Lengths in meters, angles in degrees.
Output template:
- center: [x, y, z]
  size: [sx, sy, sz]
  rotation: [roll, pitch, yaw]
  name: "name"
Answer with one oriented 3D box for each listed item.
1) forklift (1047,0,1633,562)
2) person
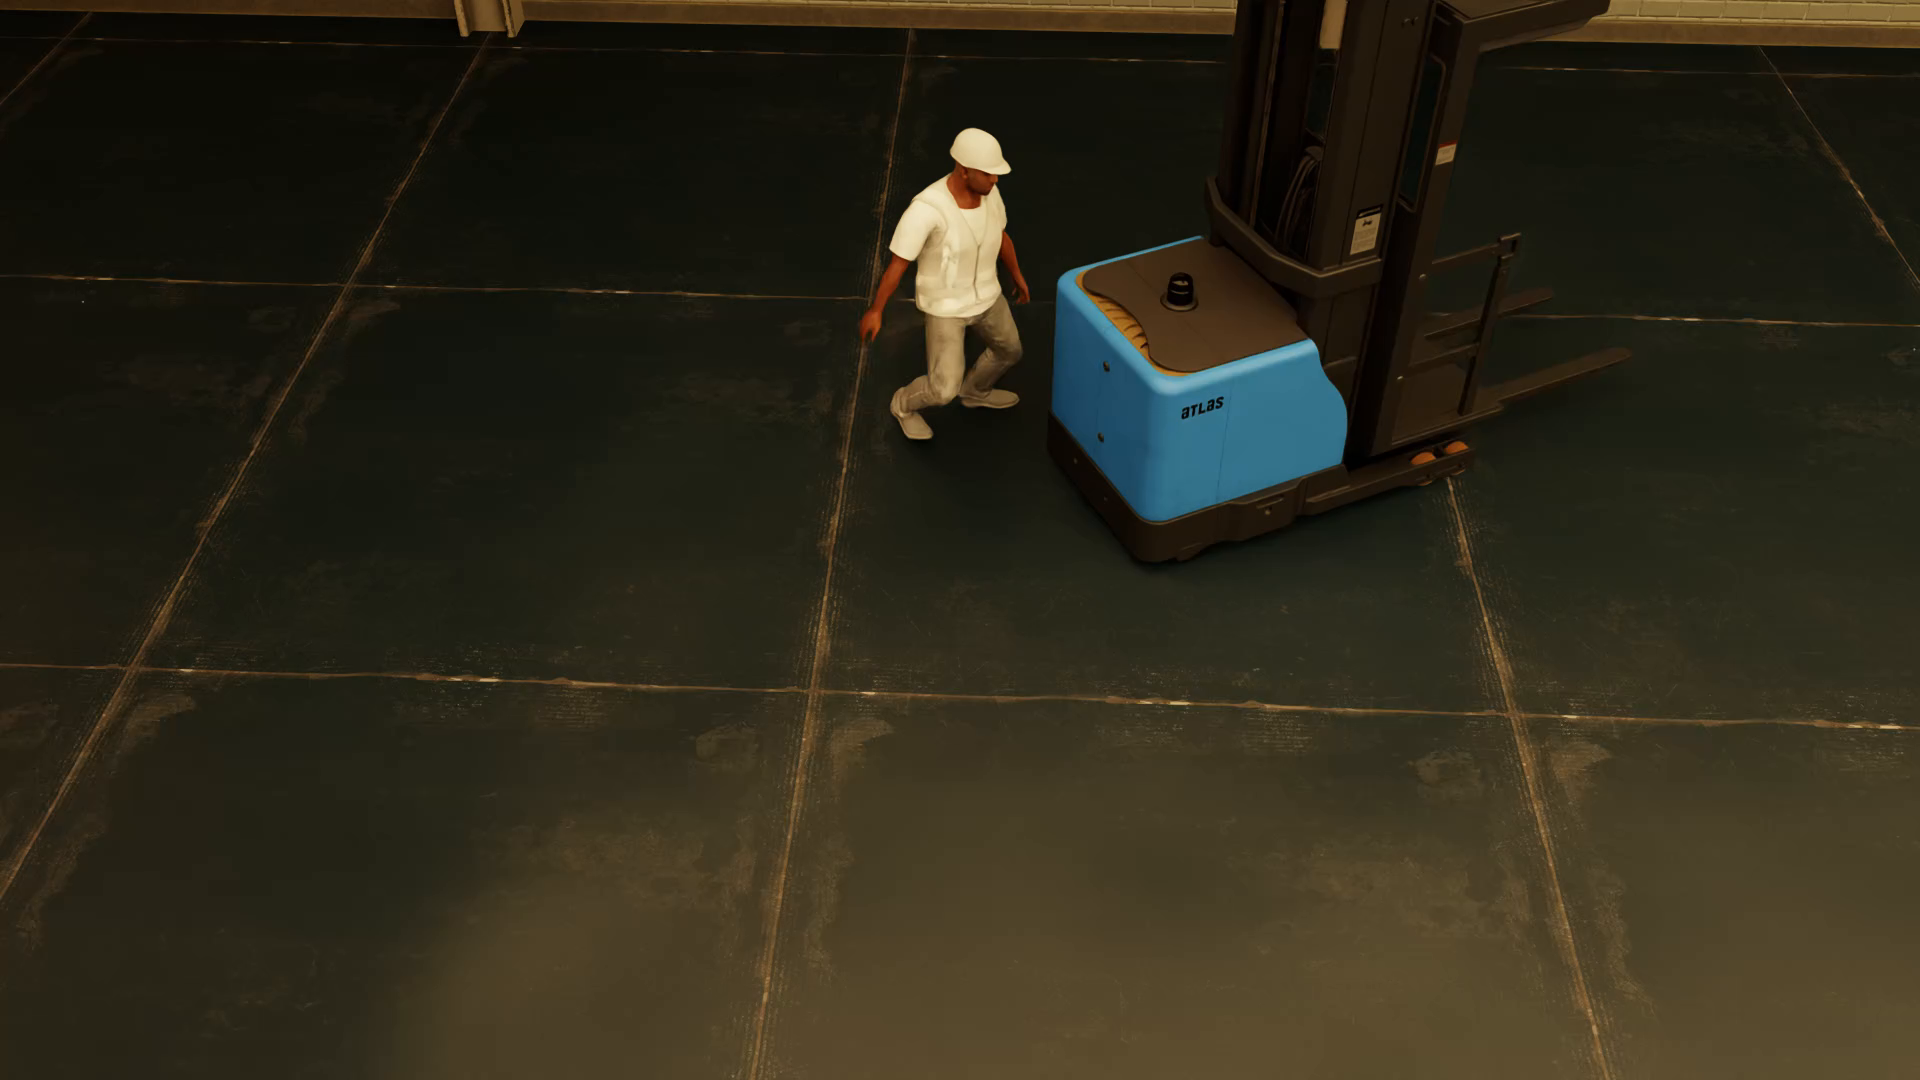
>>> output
- center: [1.992, -1.655, 7.556]
  size: [3.031, 2.935, 1.130]
  rotation: [-18, 45, -18]
  name: "forklift"
- center: [-0.061, -1.184, 7.970]
  size: [0.934, 1.683, 0.492]
  rotation: [-28, 49, -27]
  name: "person"
